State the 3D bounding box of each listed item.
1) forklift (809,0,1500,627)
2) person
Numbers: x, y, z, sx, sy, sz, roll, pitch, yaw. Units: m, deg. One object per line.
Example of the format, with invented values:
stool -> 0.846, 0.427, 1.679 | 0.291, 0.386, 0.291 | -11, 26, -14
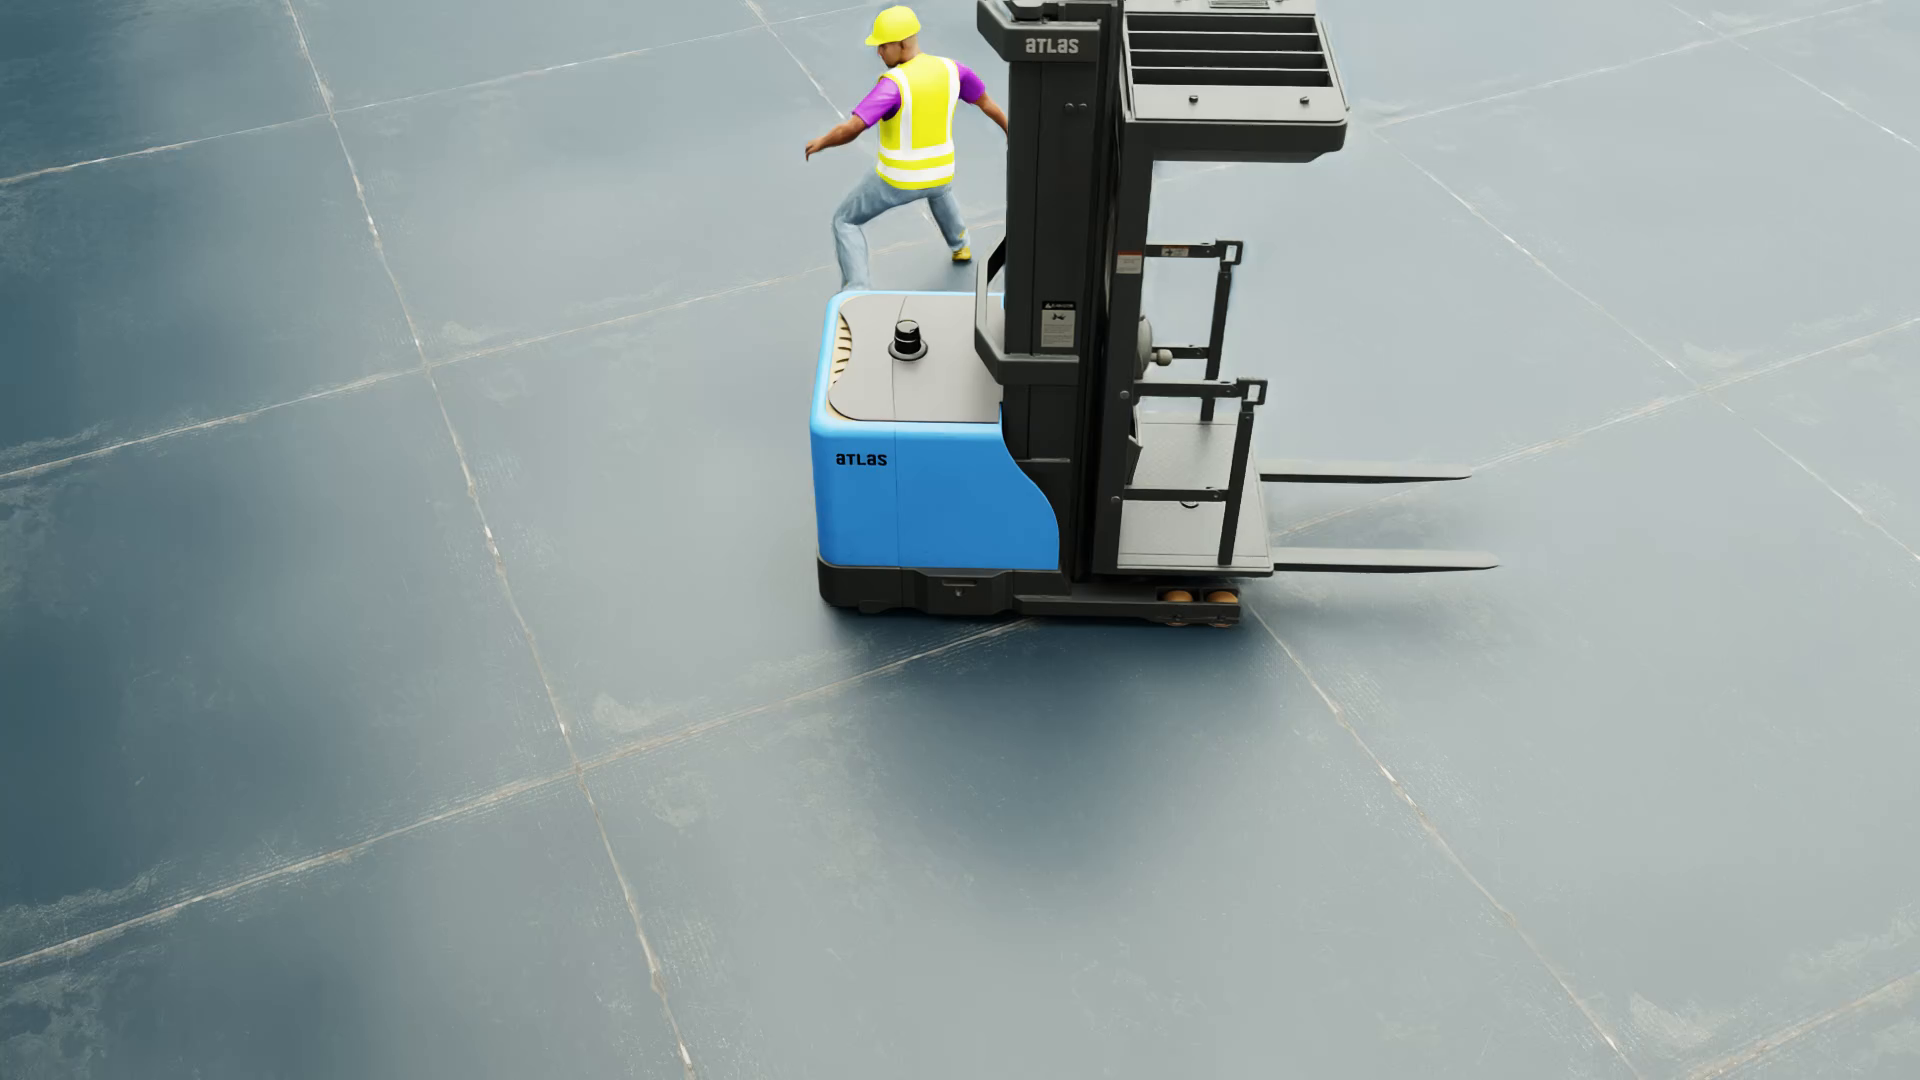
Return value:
forklift -> 0.894, -1.054, 6.809 | 3.031, 2.935, 1.130 | 1, 43, 1
person -> -0.211, -2.017, 8.877 | 1.223, 1.686, 0.551 | -24, 48, -23
